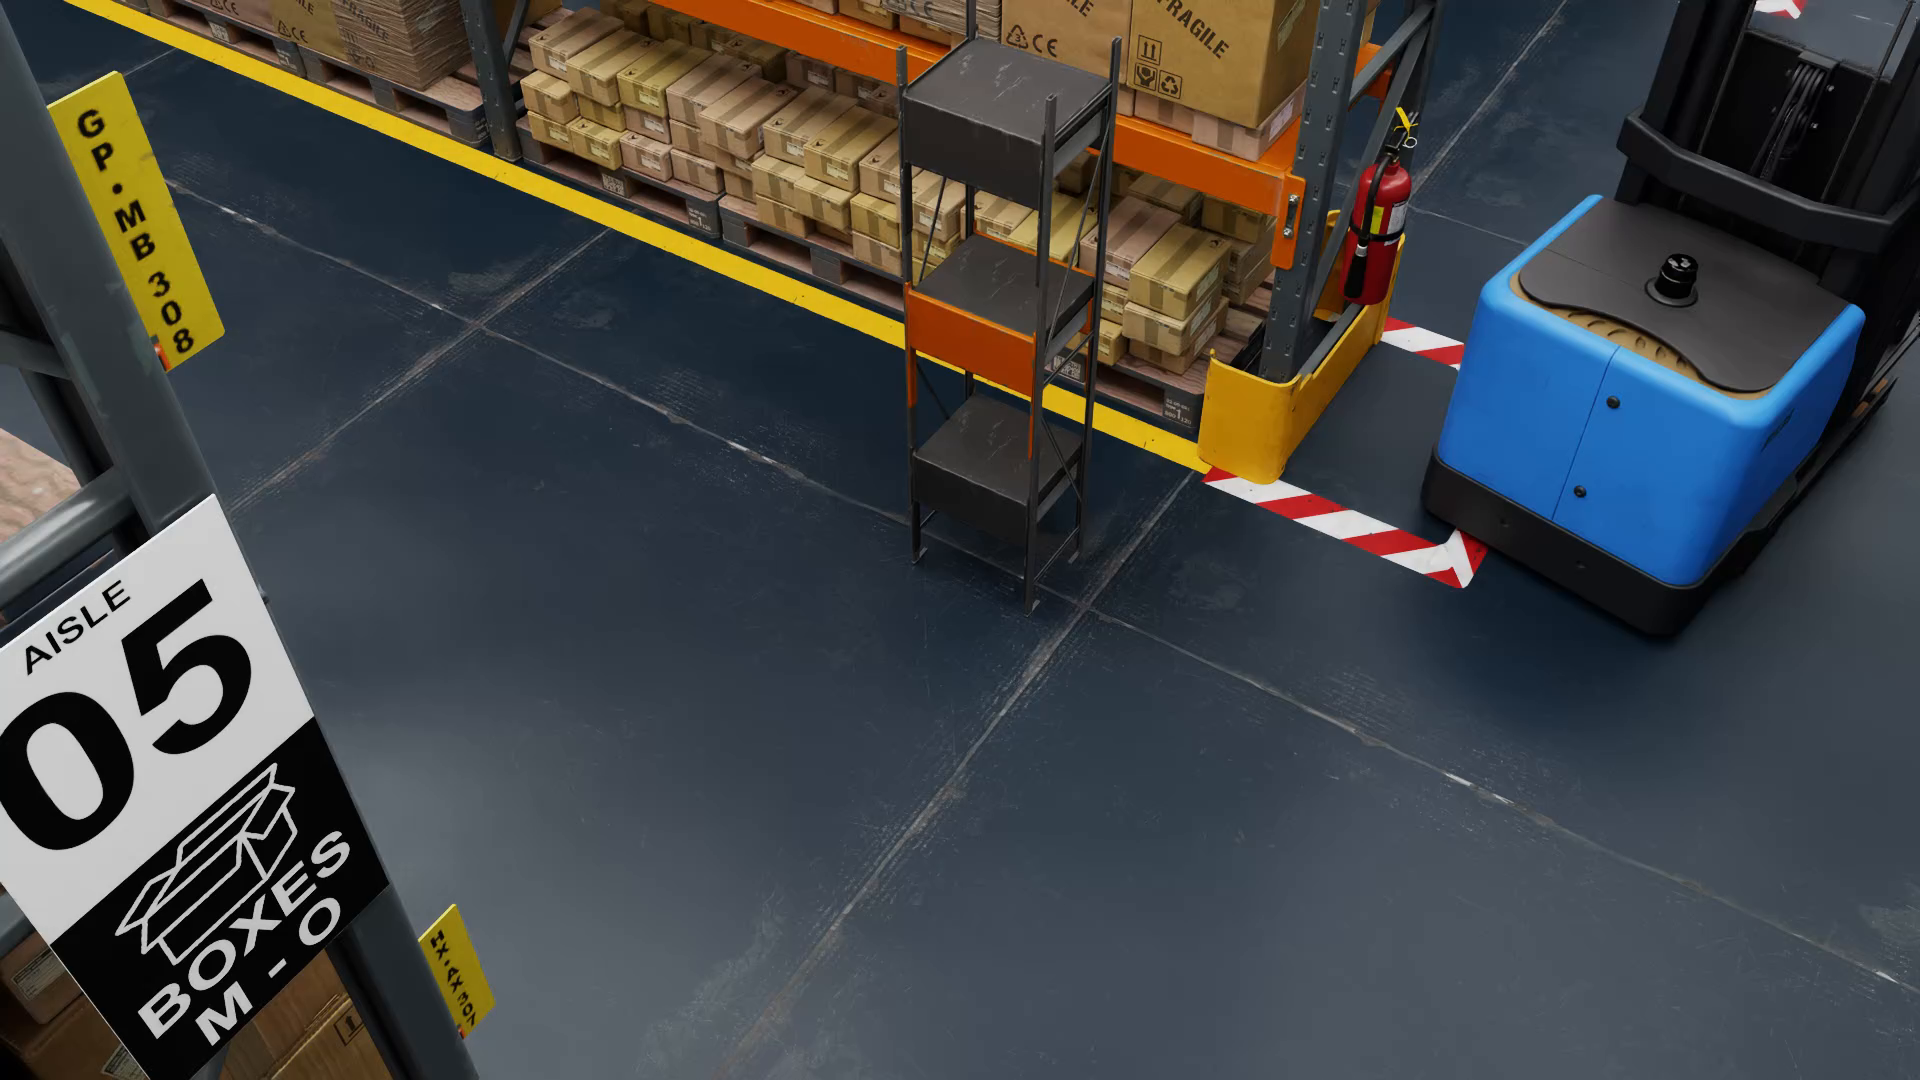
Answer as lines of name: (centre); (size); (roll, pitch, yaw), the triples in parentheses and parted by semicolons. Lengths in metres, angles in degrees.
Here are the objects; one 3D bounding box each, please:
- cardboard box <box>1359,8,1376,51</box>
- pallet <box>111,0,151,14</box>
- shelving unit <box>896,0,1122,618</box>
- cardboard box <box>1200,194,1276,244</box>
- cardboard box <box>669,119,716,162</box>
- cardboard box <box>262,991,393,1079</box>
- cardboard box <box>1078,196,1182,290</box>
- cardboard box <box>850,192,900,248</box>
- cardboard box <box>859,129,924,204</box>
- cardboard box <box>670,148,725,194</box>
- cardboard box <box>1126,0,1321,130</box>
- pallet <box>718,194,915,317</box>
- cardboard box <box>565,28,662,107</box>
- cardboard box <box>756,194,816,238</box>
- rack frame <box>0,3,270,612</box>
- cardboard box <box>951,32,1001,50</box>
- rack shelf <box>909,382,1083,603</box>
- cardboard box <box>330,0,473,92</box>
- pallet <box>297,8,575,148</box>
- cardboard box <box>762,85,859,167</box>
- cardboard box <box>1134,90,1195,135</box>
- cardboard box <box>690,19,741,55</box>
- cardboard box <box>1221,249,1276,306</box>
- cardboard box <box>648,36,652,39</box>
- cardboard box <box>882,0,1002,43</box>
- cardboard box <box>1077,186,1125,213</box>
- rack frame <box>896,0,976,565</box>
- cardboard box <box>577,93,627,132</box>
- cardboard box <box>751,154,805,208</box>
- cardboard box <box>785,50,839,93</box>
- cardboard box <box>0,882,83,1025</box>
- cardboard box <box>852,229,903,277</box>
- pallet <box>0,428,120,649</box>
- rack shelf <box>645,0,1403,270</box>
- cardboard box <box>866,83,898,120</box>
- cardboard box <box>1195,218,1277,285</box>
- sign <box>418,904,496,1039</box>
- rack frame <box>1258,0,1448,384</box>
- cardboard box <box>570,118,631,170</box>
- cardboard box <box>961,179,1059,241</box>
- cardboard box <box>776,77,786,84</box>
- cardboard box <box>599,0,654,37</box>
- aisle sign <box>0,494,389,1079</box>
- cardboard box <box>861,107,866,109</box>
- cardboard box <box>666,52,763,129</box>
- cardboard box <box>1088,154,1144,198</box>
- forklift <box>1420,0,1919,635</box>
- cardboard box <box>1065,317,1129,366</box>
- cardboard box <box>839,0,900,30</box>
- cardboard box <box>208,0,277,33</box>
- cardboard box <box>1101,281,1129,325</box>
cardboard box: (1.340, -1.867, 6.148); (0.250, 0.149, 0.380); (24, 51, 22)
pallet: (-4.641, -3.454, 9.459); (1.213, 0.211, 1.003); (25, 51, 22)
shelving unit: (0.139, -0.668, 5.435); (0.503, 2.100, 0.431); (25, 51, 22)
cardboard box: (1.178, -1.400, 6.799); (0.250, 0.149, 0.380); (23, 50, 20)
cardboard box: (-1.087, -1.881, 7.474); (0.250, 0.149, 0.380); (22, 50, 20)
cardboard box: (-1.401, 1.002, 3.115); (0.500, 0.500, 0.500); (24, 51, 22)
cardboard box: (0.673, -1.176, 6.581); (0.250, 0.149, 0.380); (26, 51, 23)
cardboard box: (-0.250, -1.423, 7.029); (0.250, 0.149, 0.380); (27, 52, 24)
cardboard box: (-0.216, -1.577, 6.971); (0.250, 0.149, 0.380); (23, 50, 21)
cardboard box: (-1.096, -1.762, 7.566); (0.250, 0.149, 0.380); (24, 50, 21)
cardboard box: (0.919, -1.789, 5.619); (0.500, 0.500, 0.500); (26, 51, 23)
pallet: (-0.316, -1.498, 7.558); (1.213, 0.211, 1.003); (25, 51, 22)
cardboard box: (-1.553, -2.140, 7.518); (0.250, 0.149, 0.380); (27, 52, 24)
cardboard box: (-0.684, -1.520, 7.331); (0.250, 0.149, 0.380); (23, 50, 21)
rack frame: (-1.152, -0.695, 0.651); (0.127, 3.000, 1.000); (25, 51, 22)
cardboard box: (0.167, -1.911, 6.191); (0.250, 0.149, 0.380); (23, 50, 20)
rack shelf: (0.139, -0.170, 5.946); (0.480, 0.518, 0.431); (25, 51, 22)
cardboard box: (-2.690, -2.590, 8.125); (0.500, 0.500, 0.500); (24, 50, 21)
pallet: (-2.587, -2.509, 8.541); (1.213, 0.211, 1.003); (25, 51, 22)
cardboard box: (-0.638, -1.781, 7.169); (0.250, 0.149, 0.380); (23, 50, 21)
cardboard box: (0.820, -1.619, 5.906); (0.250, 0.149, 0.380); (25, 51, 22)
cardboard box: (-1.041, -2.393, 7.764); (0.250, 0.149, 0.380); (24, 51, 22)
cardboard box: (1.168, -1.181, 7.001); (0.250, 0.149, 0.380); (26, 51, 23)
cardboard box: (-1.494, -2.507, 8.082); (0.250, 0.149, 0.380); (26, 51, 23)
cardboard box: (0.056, -2.182, 6.001); (0.500, 0.500, 0.500); (25, 51, 22)
cardboard box: (0.679, -1.427, 7.033); (0.250, 0.149, 0.380); (25, 51, 23)
rack frame: (-0.066, -0.762, 5.526); (0.015, 2.100, 0.400); (25, 51, 22)
cardboard box: (-1.537, -2.059, 7.647); (0.250, 0.149, 0.380); (25, 51, 22)
cardboard box: (-0.690, -1.624, 7.224); (0.250, 0.149, 0.380); (24, 51, 22)
cardboard box: (-0.587, -2.196, 7.573); (0.250, 0.149, 0.380); (22, 50, 20)
cardboard box: (-1.301, 0.482, 2.471); (0.250, 0.149, 0.380); (26, 51, 23)
cardboard box: (-0.250, -1.322, 7.138); (0.250, 0.149, 0.380); (26, 51, 23)
pallet: (-1.782, 0.100, 2.031); (1.213, 0.211, 1.003); (25, 51, 22)
rack shelf: (-0.248, -2.155, 6.754); (4.000, 0.370, 1.077); (25, 51, 22)
cardboard box: (-0.204, -1.937, 7.321); (0.250, 0.149, 0.380); (25, 51, 22)
cardboard box: (1.133, -1.246, 6.857); (0.250, 0.149, 0.380); (27, 52, 24)
sign: (-0.847, 0.734, 2.787); (0.005, 0.325, 0.100); (25, 51, 22)
rack frame: (1.436, -1.632, 5.744); (0.127, 3.000, 1.000); (25, 51, 22)
cardboard box: (-1.574, -1.895, 7.695); (0.250, 0.149, 0.380); (26, 51, 23)
cardboard box: (0.202, -1.338, 6.739); (0.250, 0.149, 0.380); (23, 50, 21)
cardboard box: (-0.867, -2.160, 7.745); (0.250, 0.149, 0.380); (25, 51, 22)
cardboard box: (-1.491, -2.560, 7.926); (0.250, 0.149, 0.380); (26, 51, 23)
aisle sign: (-0.934, 0.343, 2.013); (0.004, 0.787, 0.394); (25, 51, 22)
cardboard box: (-0.427, -1.957, 7.548); (0.250, 0.149, 0.380); (22, 50, 20)
cardboard box: (-1.082, -1.984, 7.367); (0.250, 0.149, 0.380); (23, 50, 21)
cardboard box: (0.738, -1.609, 7.002); (0.250, 0.149, 0.380); (25, 51, 22)
forklift: (3.119, -1.655, 5.814); (1.130, 2.935, 3.031); (34, 55, 28)
cardboard box: (0.609, -0.901, 6.729); (0.250, 0.149, 0.380); (26, 51, 23)
cardboard box: (-0.260, -2.144, 6.417); (0.250, 0.149, 0.380); (26, 51, 23)
cardboard box: (-3.551, -2.990, 8.514); (0.500, 0.500, 0.500); (24, 50, 21)
cardboard box: (0.646, -1.054, 6.670); (0.250, 0.149, 0.380); (24, 50, 21)
